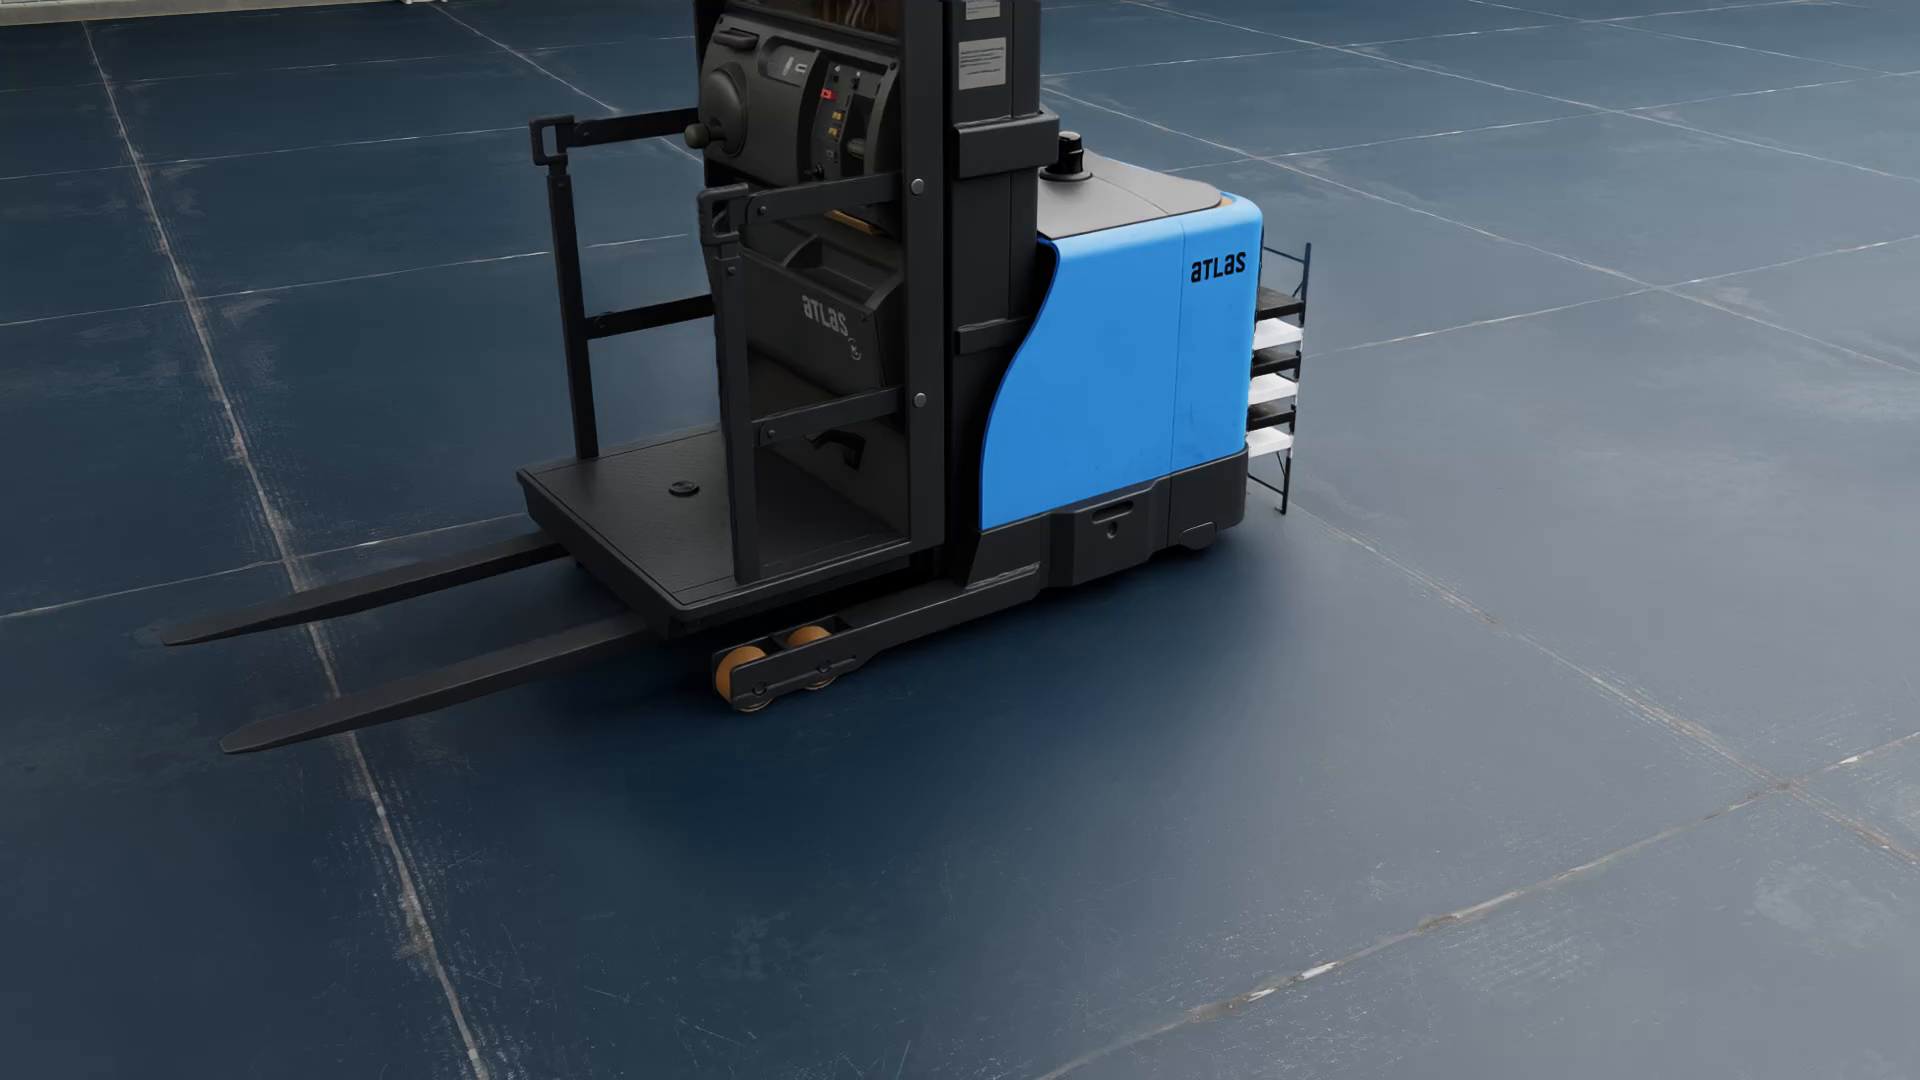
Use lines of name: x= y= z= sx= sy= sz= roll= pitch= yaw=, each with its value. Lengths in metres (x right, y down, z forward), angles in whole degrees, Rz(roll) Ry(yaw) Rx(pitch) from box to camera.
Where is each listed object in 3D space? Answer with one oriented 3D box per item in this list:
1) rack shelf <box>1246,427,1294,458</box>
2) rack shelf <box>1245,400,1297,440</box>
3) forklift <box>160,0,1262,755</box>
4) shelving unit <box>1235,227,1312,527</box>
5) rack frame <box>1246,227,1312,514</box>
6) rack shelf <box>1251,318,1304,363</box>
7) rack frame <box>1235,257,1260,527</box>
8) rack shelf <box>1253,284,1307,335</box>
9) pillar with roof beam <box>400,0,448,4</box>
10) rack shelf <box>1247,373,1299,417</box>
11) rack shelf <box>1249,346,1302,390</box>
rack shelf: x=0.916 y=-0.321 z=5.372 sx=0.200 sy=0.077 sz=0.258 roll=-15 pitch=29 yaw=-28
rack shelf: x=0.916 y=-0.402 z=5.333 sx=0.200 sy=0.077 sz=0.258 roll=-15 pitch=29 yaw=-28
forklift: x=-0.605 y=-1.135 z=4.228 sx=3.031 sy=2.935 sz=1.130 roll=-17 pitch=30 yaw=-31
shelving unit: x=0.916 y=-0.513 z=5.280 sx=0.210 sy=0.900 sz=0.258 roll=-15 pitch=29 yaw=-28
rack frame: x=1.003 y=-0.536 z=5.327 sx=0.006 sy=0.900 sz=0.240 roll=-15 pitch=29 yaw=-28
rack shelf: x=0.916 y=-0.646 z=5.216 sx=0.200 sy=0.077 sz=0.258 roll=-15 pitch=29 yaw=-28
rack frame: x=0.829 y=-0.491 z=5.232 sx=0.006 sy=0.900 sz=0.240 roll=-15 pitch=29 yaw=-28
rack shelf: x=0.916 y=-0.727 z=5.177 sx=0.200 sy=0.077 sz=0.258 roll=-15 pitch=29 yaw=-28
pillar with roof beam: x=-3.199 y=-7.665 z=10.819 sx=0.400 sy=9.000 sz=9.100 roll=-13 pitch=29 yaw=-25
rack shelf: x=0.916 y=-0.483 z=5.294 sx=0.200 sy=0.077 sz=0.258 roll=-15 pitch=29 yaw=-28
rack shelf: x=0.916 y=-0.565 z=5.255 sx=0.200 sy=0.077 sz=0.258 roll=-15 pitch=29 yaw=-28
